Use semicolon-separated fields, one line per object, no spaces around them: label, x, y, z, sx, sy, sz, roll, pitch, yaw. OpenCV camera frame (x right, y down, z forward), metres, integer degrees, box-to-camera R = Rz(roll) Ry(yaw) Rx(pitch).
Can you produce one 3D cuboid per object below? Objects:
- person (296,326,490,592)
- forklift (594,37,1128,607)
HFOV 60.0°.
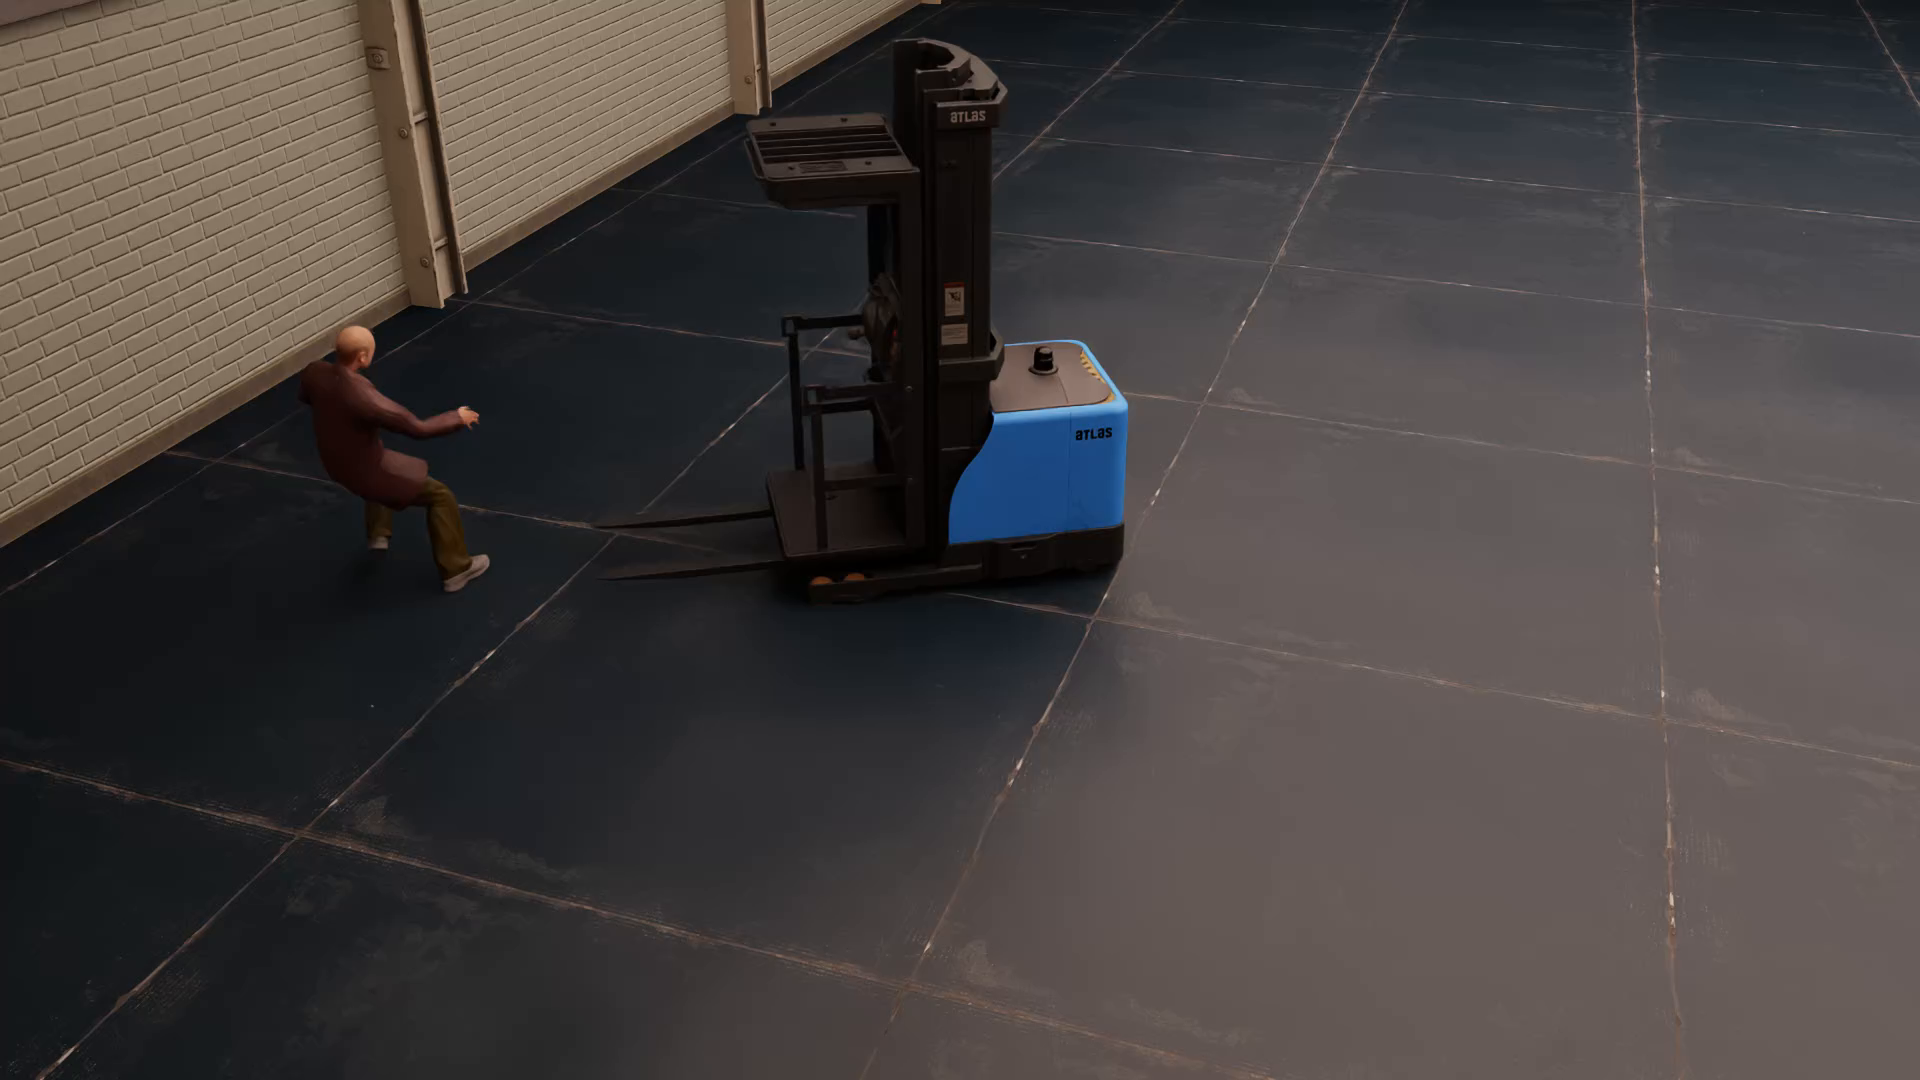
person;-3.237;-0.539;9.437;0.922;1.584;0.763;17;34;27
forklift;-0.613;-1.182;9.209;3.031;2.935;1.130;-6;30;-11
